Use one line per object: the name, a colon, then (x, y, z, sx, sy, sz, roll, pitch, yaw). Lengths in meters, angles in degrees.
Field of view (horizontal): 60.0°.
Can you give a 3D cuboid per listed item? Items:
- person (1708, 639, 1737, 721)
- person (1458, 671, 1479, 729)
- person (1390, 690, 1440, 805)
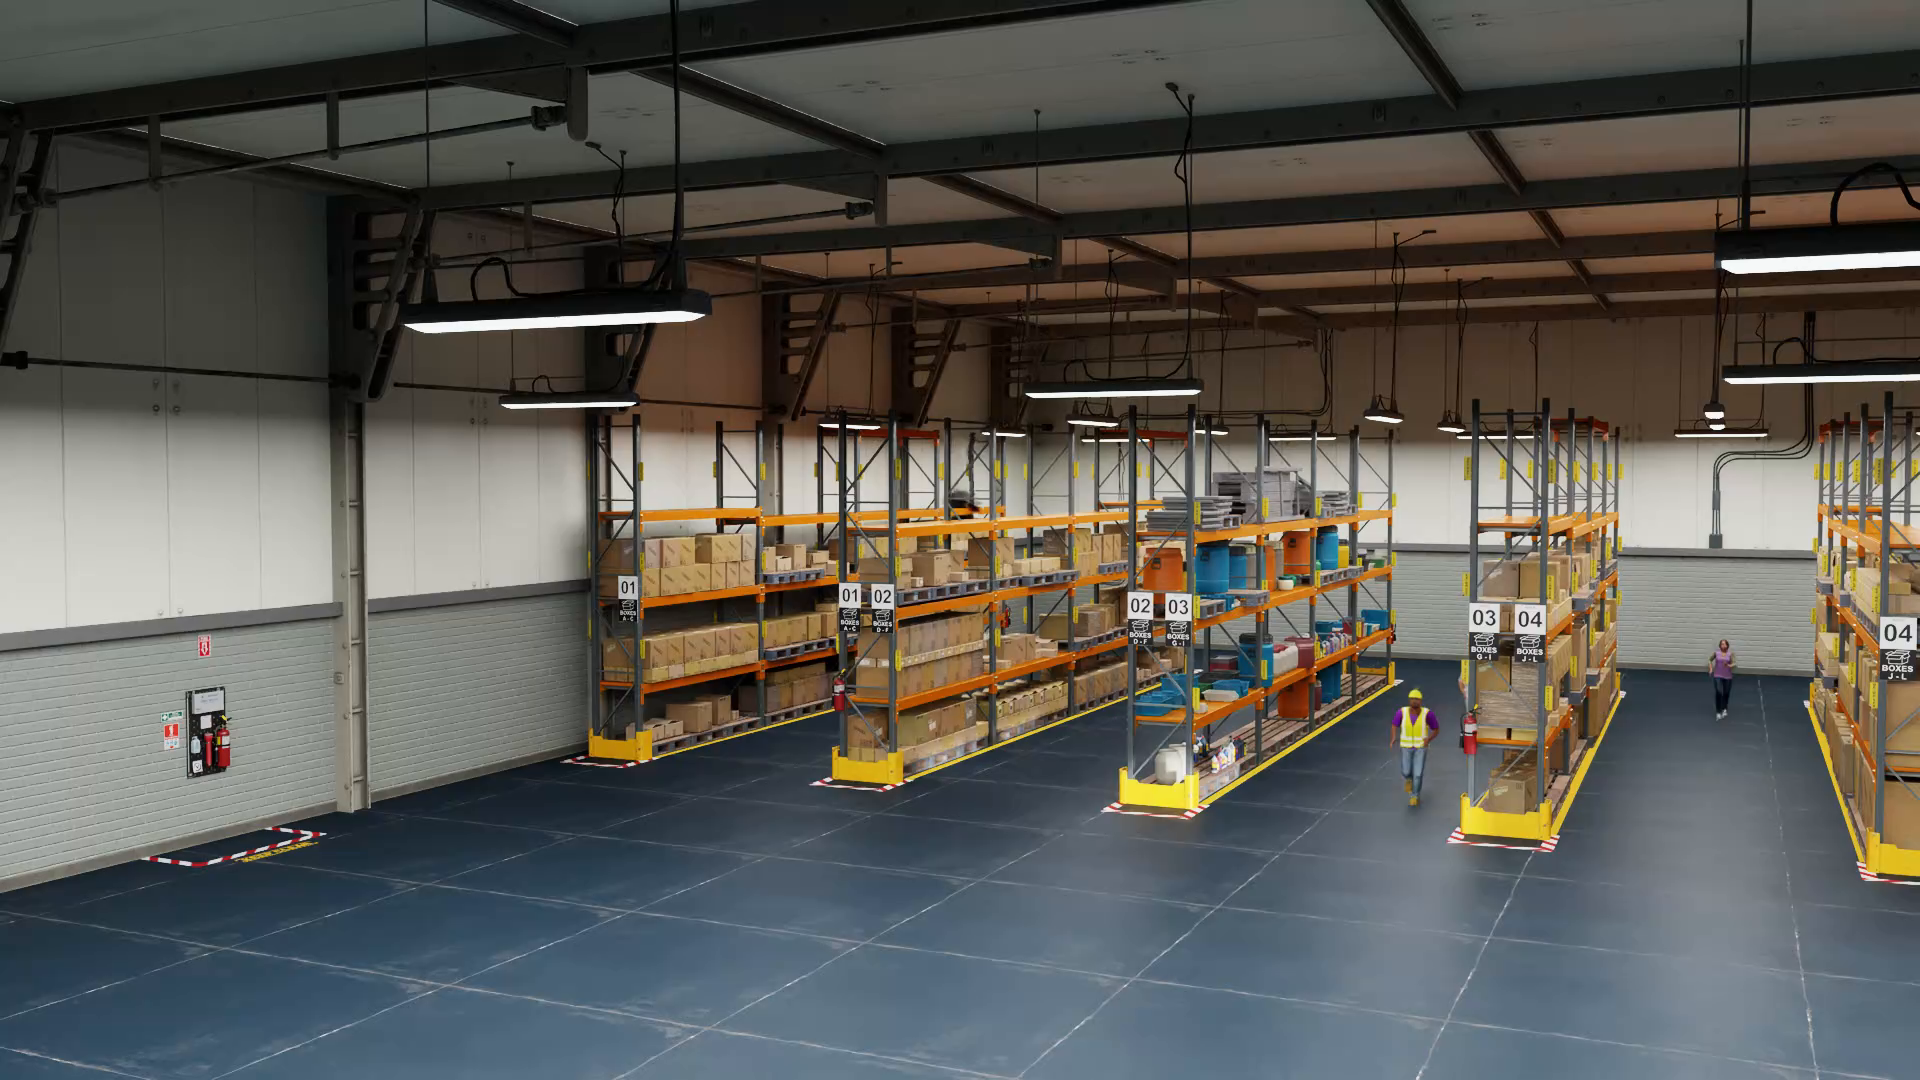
person: (15.411, 2.813, 33.602, 0.510, 1.642, 0.731, 1, 2, 19)
person: (9.533, 2.954, 30.792, 0.621, 1.651, 0.745, 1, 2, 19)
person: (6.862, 3.120, 25.094, 0.716, 1.722, 0.591, 1, 3, 21)
